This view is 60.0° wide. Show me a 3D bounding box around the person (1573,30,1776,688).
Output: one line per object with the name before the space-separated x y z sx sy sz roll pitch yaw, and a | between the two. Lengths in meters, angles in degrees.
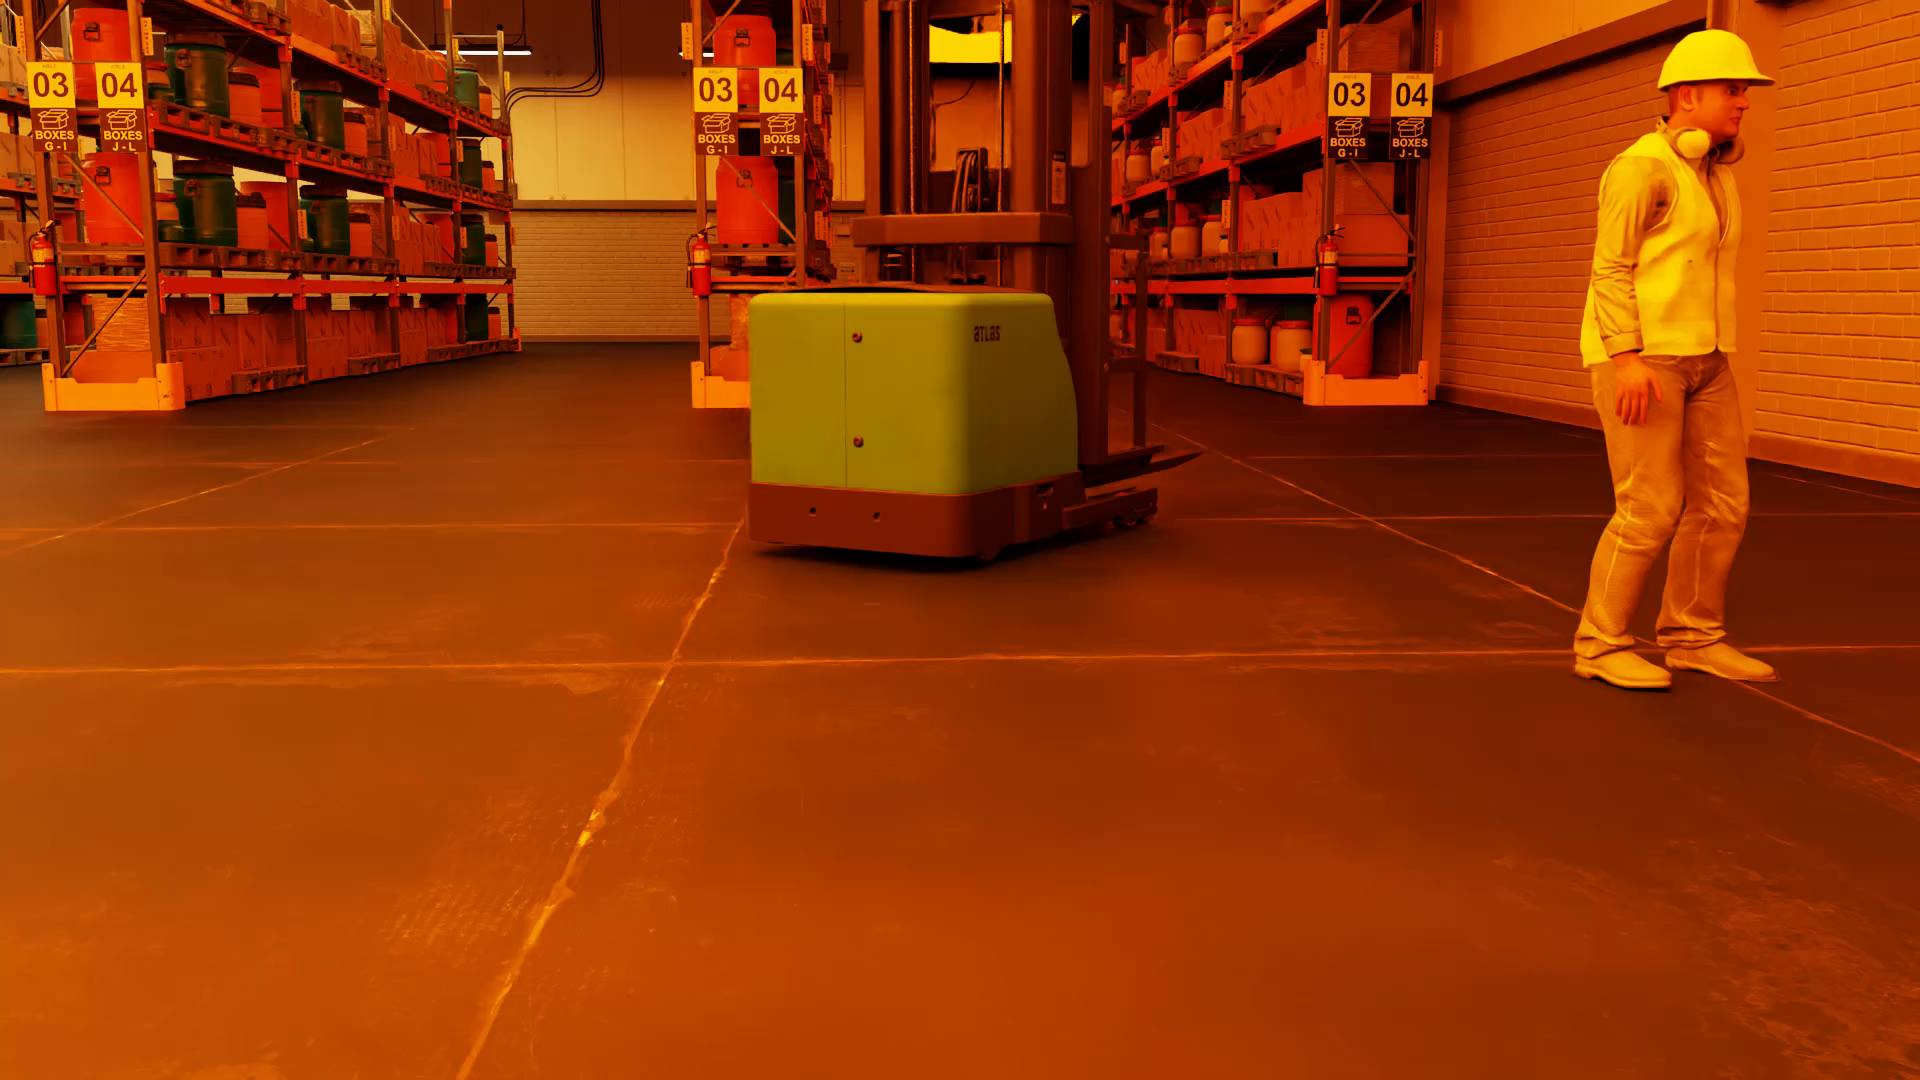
person | 1.973 -0.482 4.588 0.595 1.782 0.463 -6 10 -35

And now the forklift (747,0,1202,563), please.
forklift | 0.285 -1.538 7.686 1.130 2.935 3.031 5 10 29
